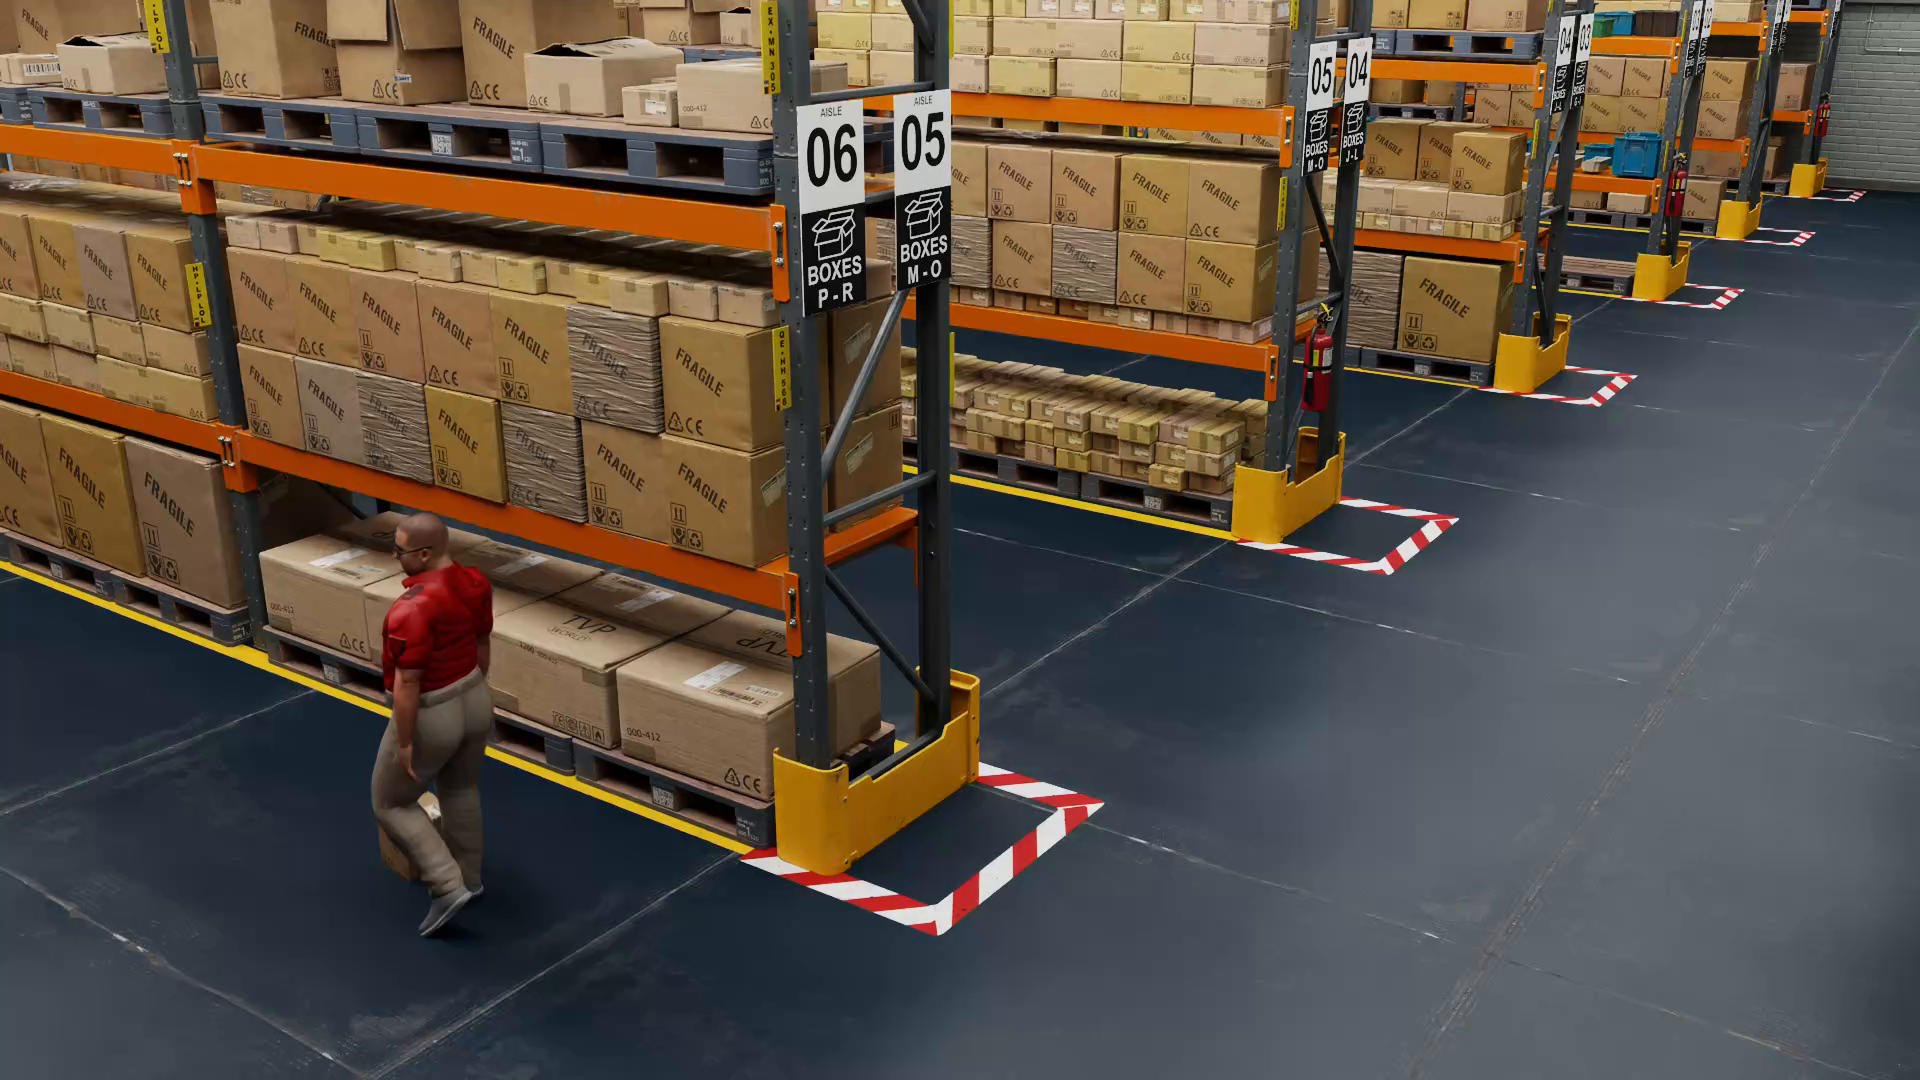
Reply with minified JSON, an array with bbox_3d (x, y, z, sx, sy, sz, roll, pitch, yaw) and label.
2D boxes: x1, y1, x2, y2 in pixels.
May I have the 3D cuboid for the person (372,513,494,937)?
[{"bbox_3d":[-2.104,0.720,6.612,0.492,1.779,0.557,11,22,28],"label":"person"}]
